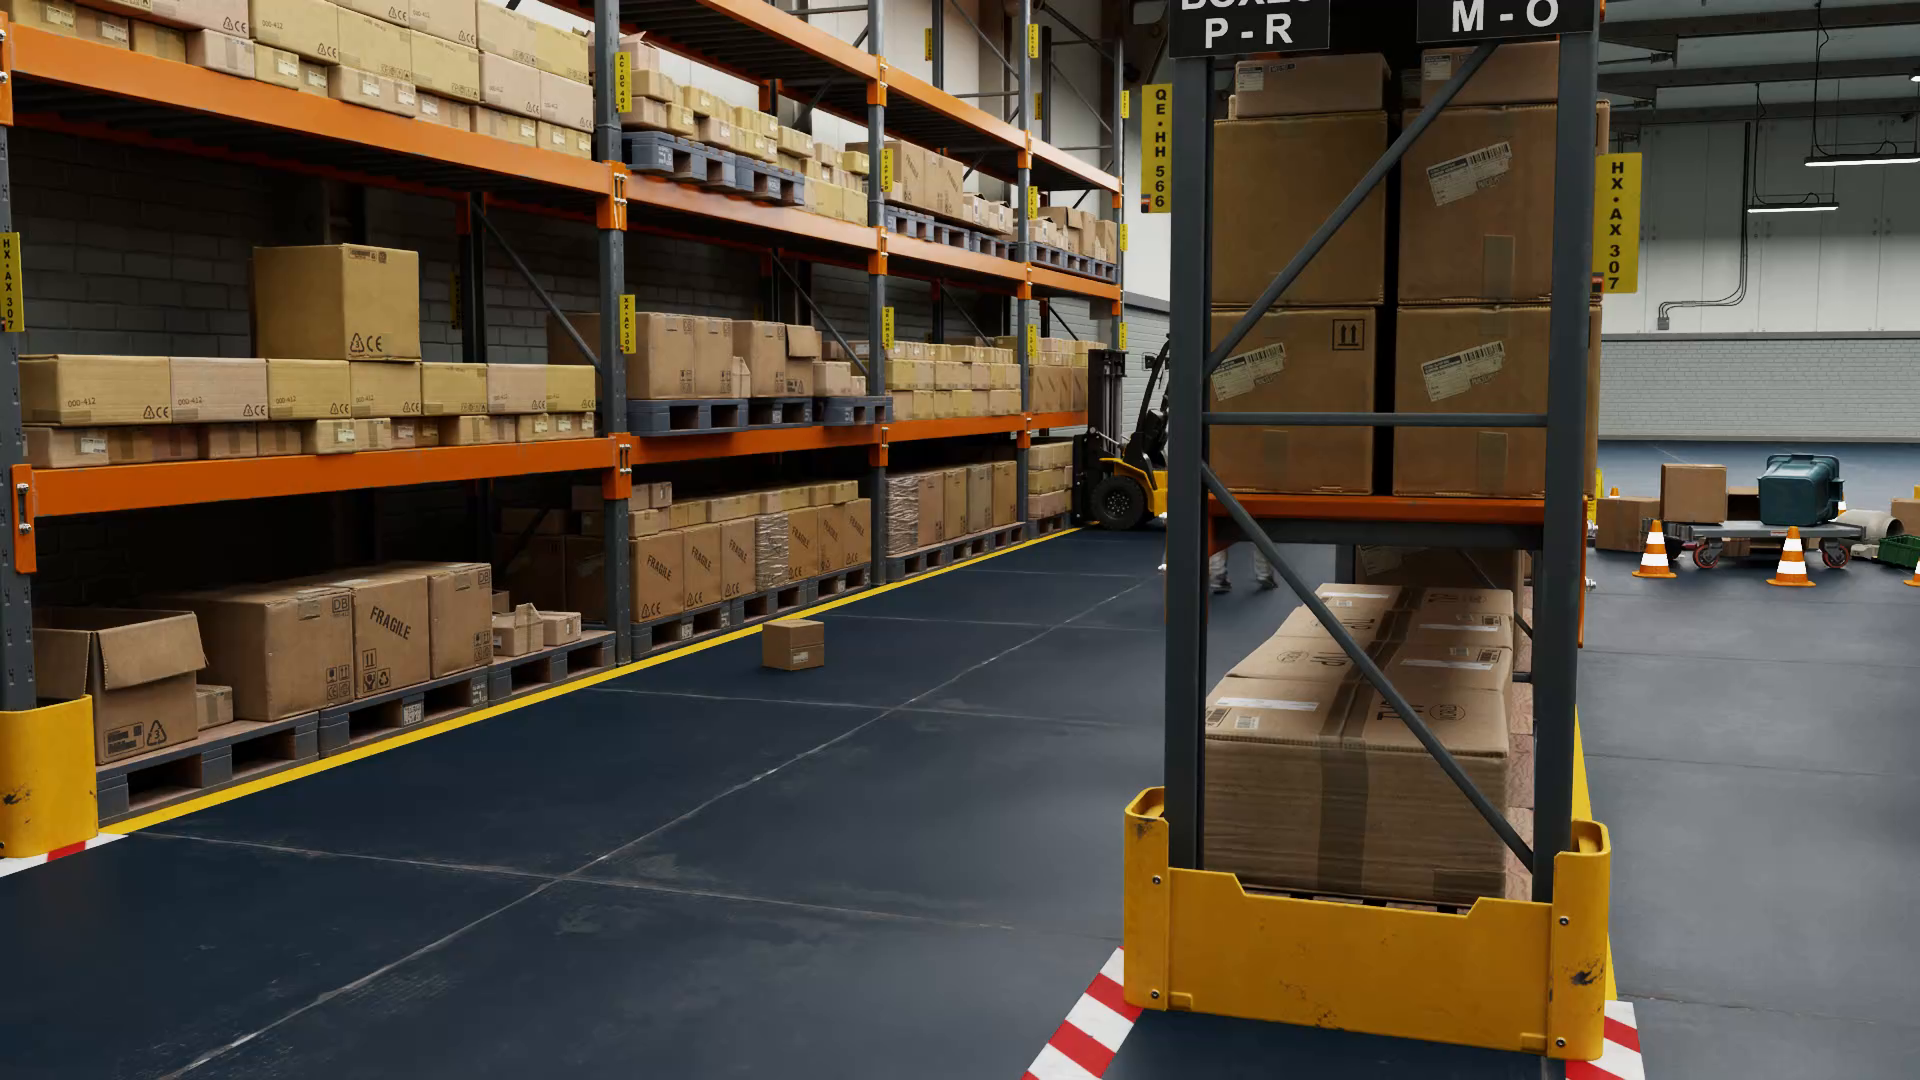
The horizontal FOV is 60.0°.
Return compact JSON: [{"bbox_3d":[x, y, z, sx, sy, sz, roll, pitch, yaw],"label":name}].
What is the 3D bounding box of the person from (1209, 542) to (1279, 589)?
[{"bbox_3d":[2.176,-0.424,12.928,0.486,1.704,0.709,4,6,33],"label":"person"}]
